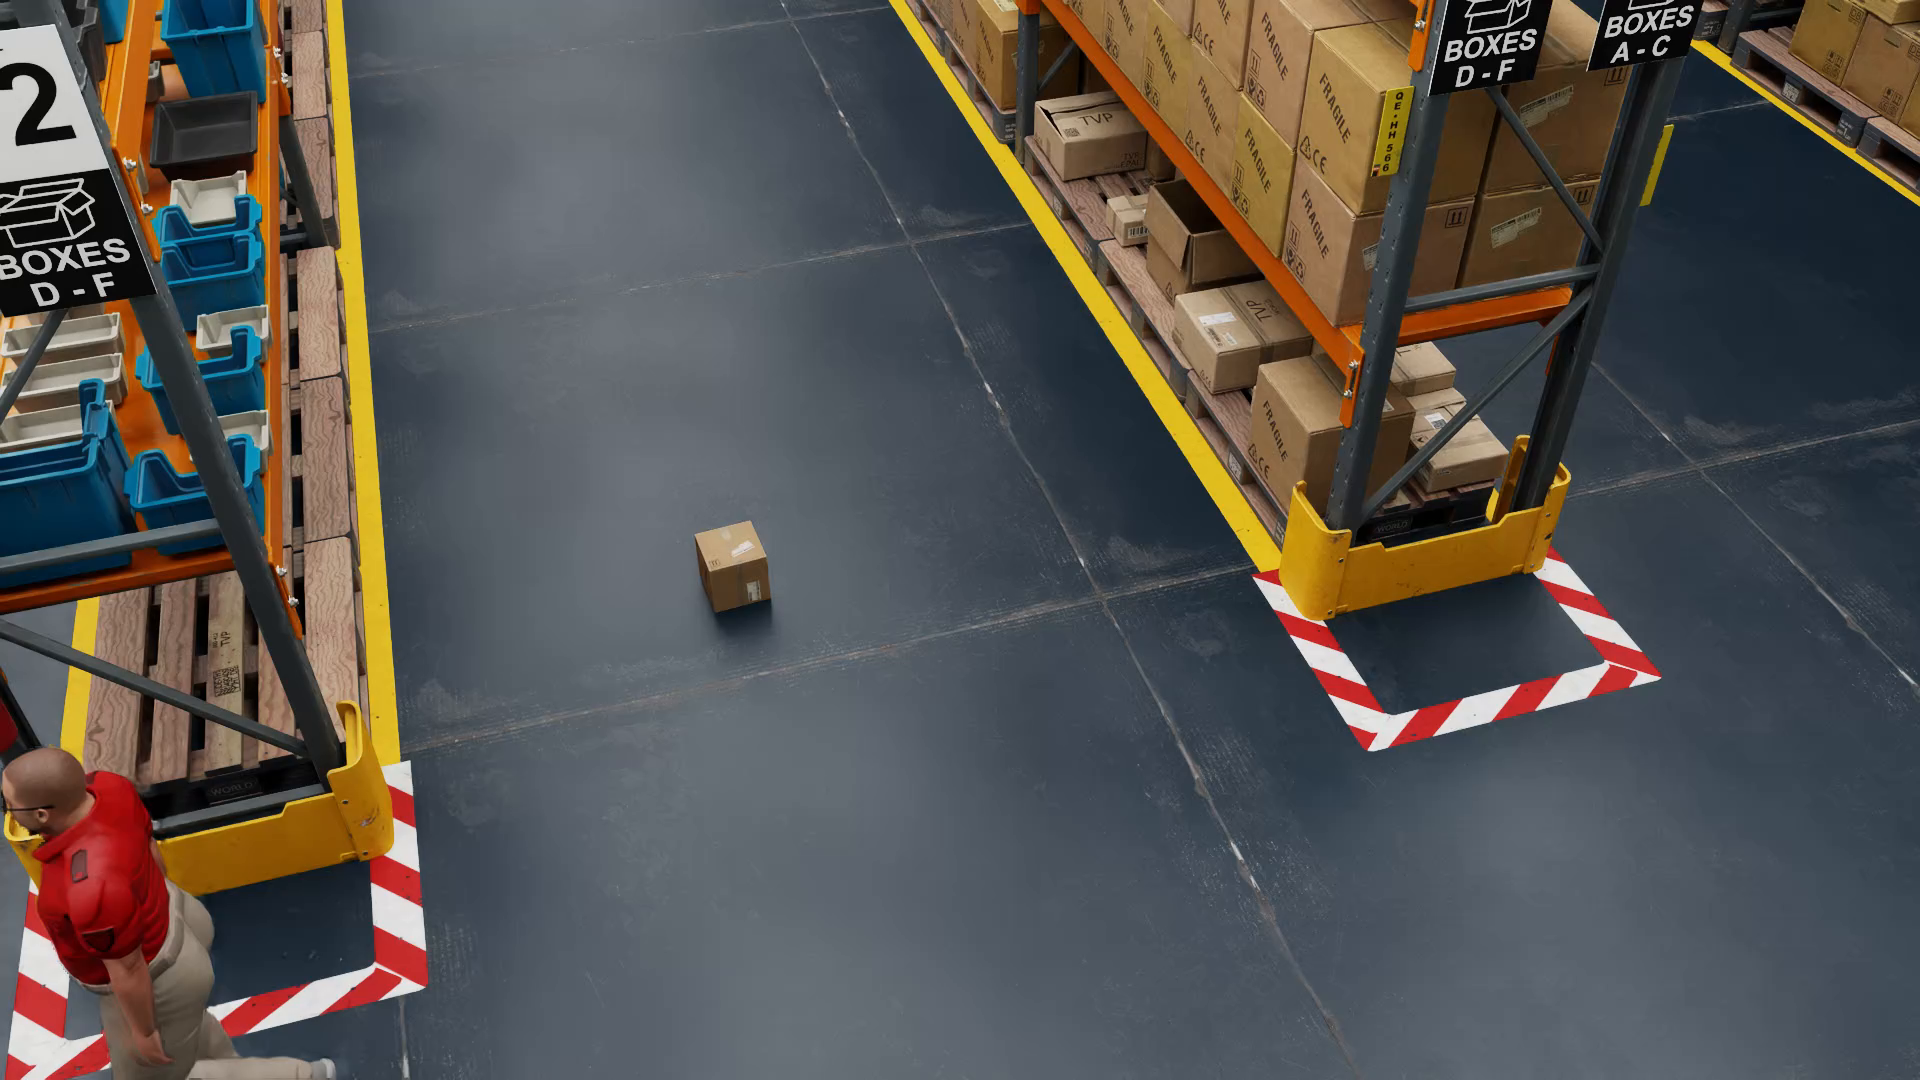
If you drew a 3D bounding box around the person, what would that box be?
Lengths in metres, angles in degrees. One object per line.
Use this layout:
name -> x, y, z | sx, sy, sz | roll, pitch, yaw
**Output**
person -> -2.276, 1.205, 4.793 | 0.595, 1.720, 0.586 | -14, 44, -15
